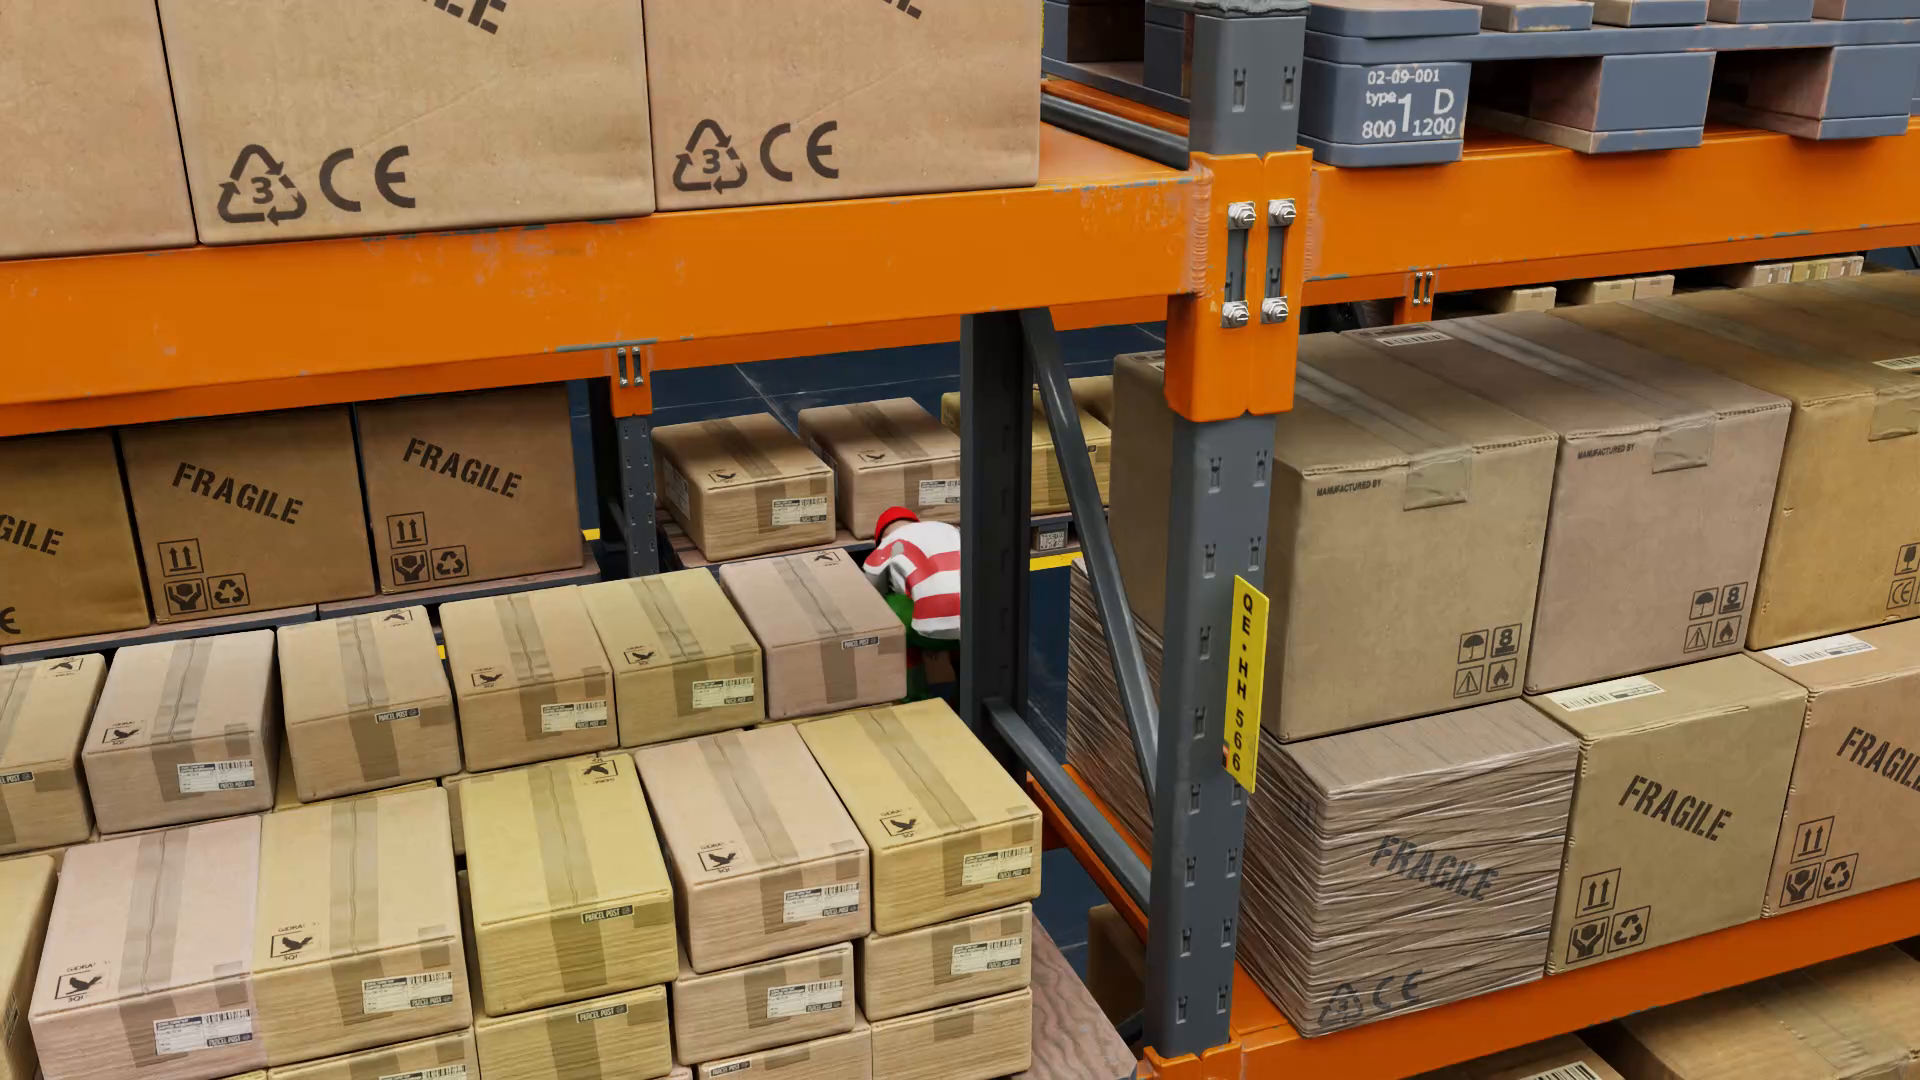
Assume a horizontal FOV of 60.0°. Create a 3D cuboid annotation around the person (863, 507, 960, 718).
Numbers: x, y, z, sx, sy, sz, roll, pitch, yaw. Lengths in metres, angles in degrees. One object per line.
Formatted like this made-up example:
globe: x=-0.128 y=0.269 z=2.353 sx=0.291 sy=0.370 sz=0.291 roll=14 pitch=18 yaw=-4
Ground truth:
person: x=-0.117 y=0.333 z=6.595 sx=0.516 sy=0.817 sz=0.966 roll=-9 pitch=24 yaw=-20
